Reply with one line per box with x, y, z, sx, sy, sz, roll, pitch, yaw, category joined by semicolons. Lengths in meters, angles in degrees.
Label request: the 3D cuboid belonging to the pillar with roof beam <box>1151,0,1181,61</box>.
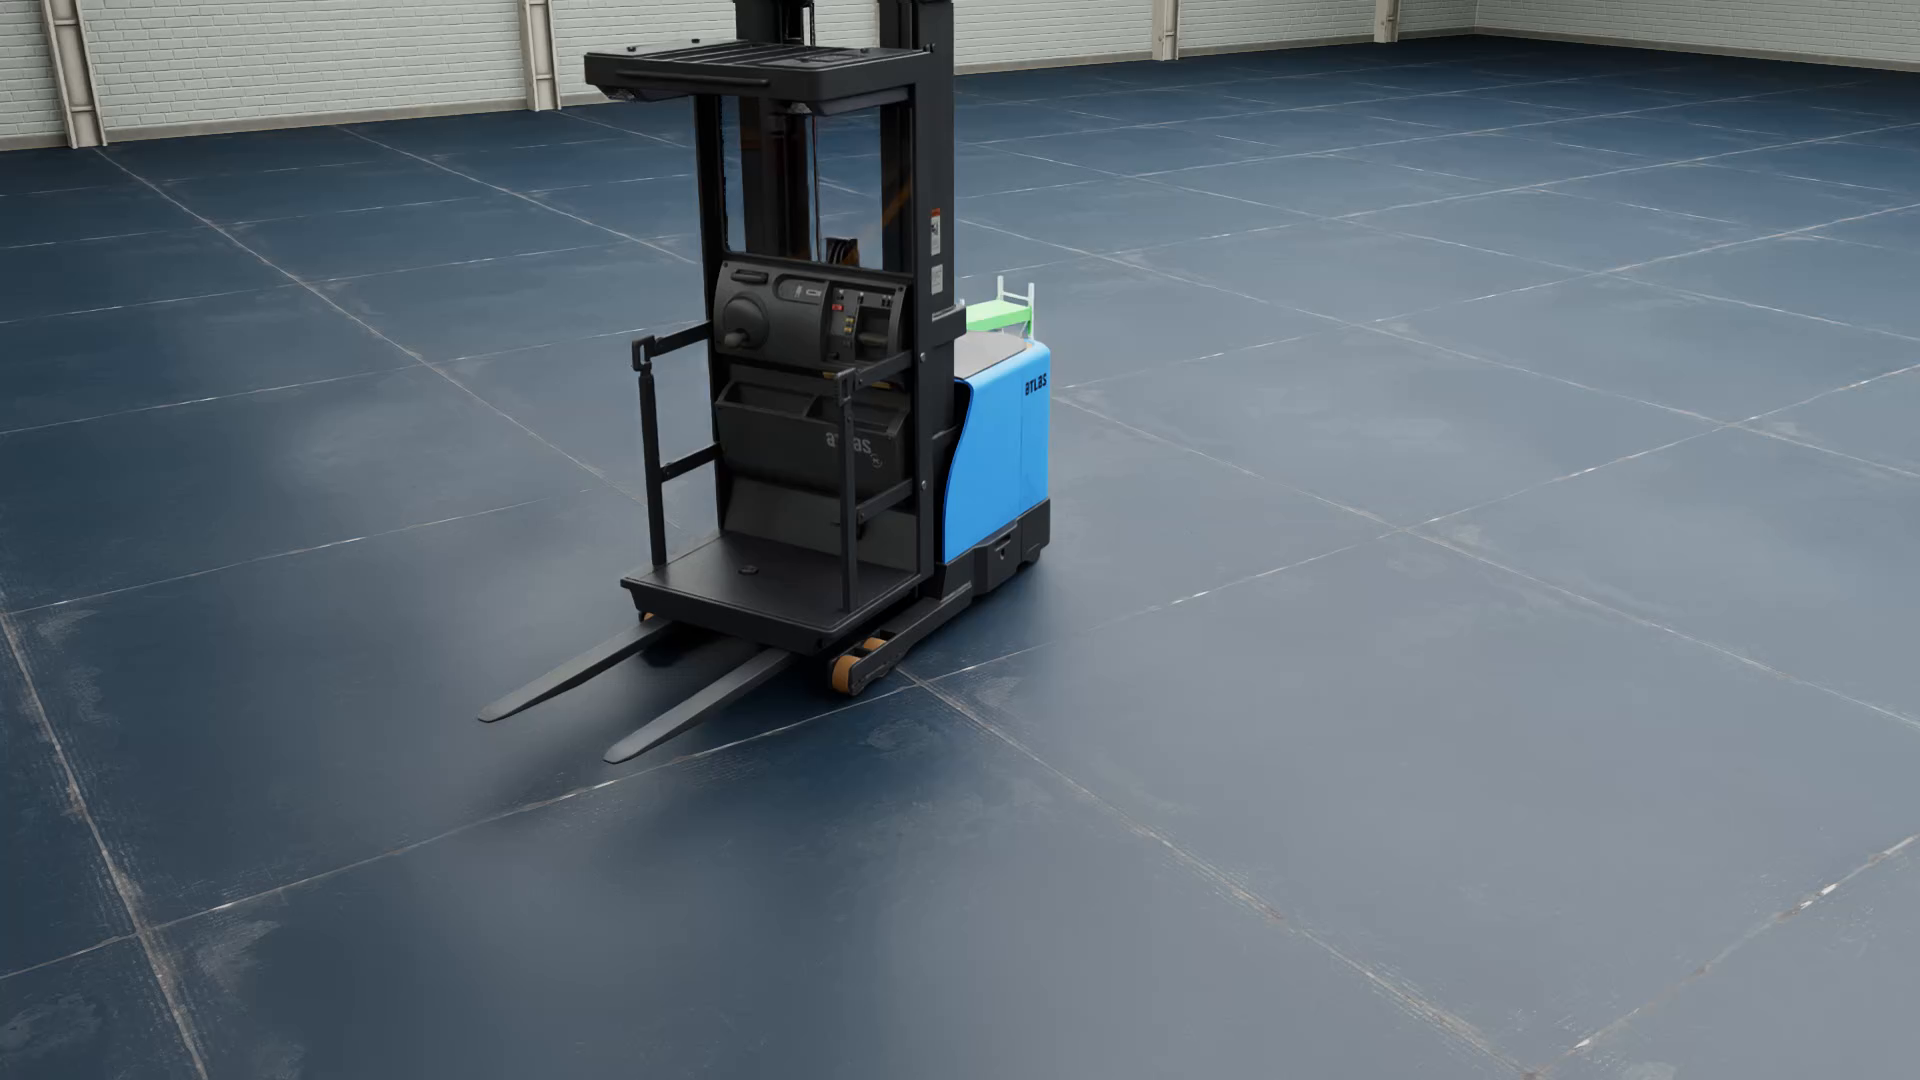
6.264;-11.693;25.559;0.400;9.000;9.100;-15;26;-33;pillar with roof beam

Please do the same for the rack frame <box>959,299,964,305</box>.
-0.068;-0.643;8.389;0.015;1.200;0.240;-20;29;-40;rack frame

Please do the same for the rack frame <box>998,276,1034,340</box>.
0.284;-0.768;8.703;0.015;1.200;0.240;-20;29;-40;rack frame

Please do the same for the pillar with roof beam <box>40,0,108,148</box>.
-8.347;-7.797;15.795;0.400;9.000;9.100;-15;26;-33;pillar with roof beam

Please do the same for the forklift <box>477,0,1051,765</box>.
-0.736;-0.917;6.741;1.130;2.935;3.031;12;25;28;forklift

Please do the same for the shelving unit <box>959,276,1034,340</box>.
0.108;-0.706;8.546;0.503;1.200;0.258;-20;29;-40;shelving unit

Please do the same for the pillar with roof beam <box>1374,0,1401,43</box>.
11.135;-12.992;28.813;0.400;9.000;9.100;-15;26;-33;pillar with roof beam

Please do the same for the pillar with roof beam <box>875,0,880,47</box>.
1.394;-10.395;22.304;0.400;9.000;9.100;-15;26;-33;pillar with roof beam

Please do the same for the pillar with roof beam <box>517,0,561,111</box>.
-3.477;-9.096;19.050;0.400;9.000;9.100;-15;26;-33;pillar with roof beam

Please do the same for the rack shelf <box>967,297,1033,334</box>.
0.108;-1.092;8.392;0.480;0.148;0.258;-20;29;-40;rack shelf
